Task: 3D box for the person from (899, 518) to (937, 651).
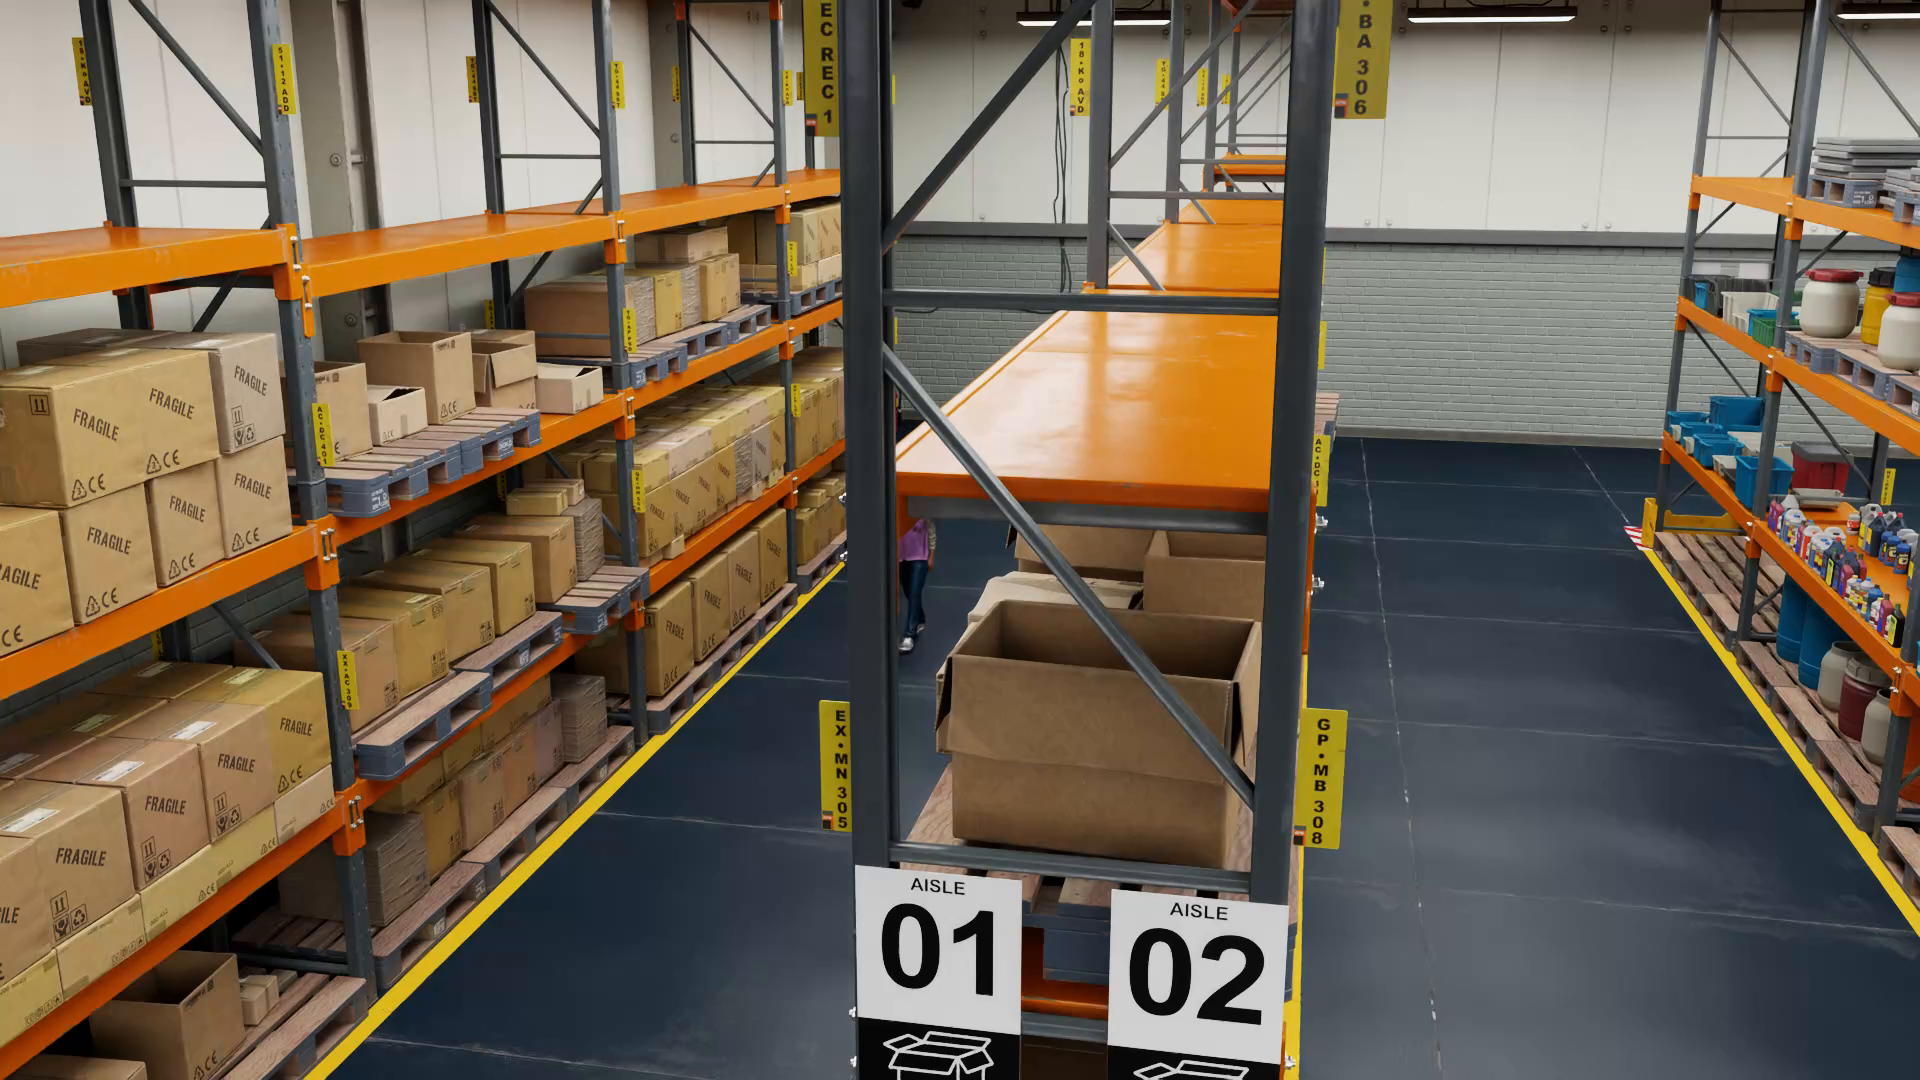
[{"bbox_3d":[-0.493,0.190,15.259,0.422,1.563,0.826,7,16,25],"label":"person"}]
